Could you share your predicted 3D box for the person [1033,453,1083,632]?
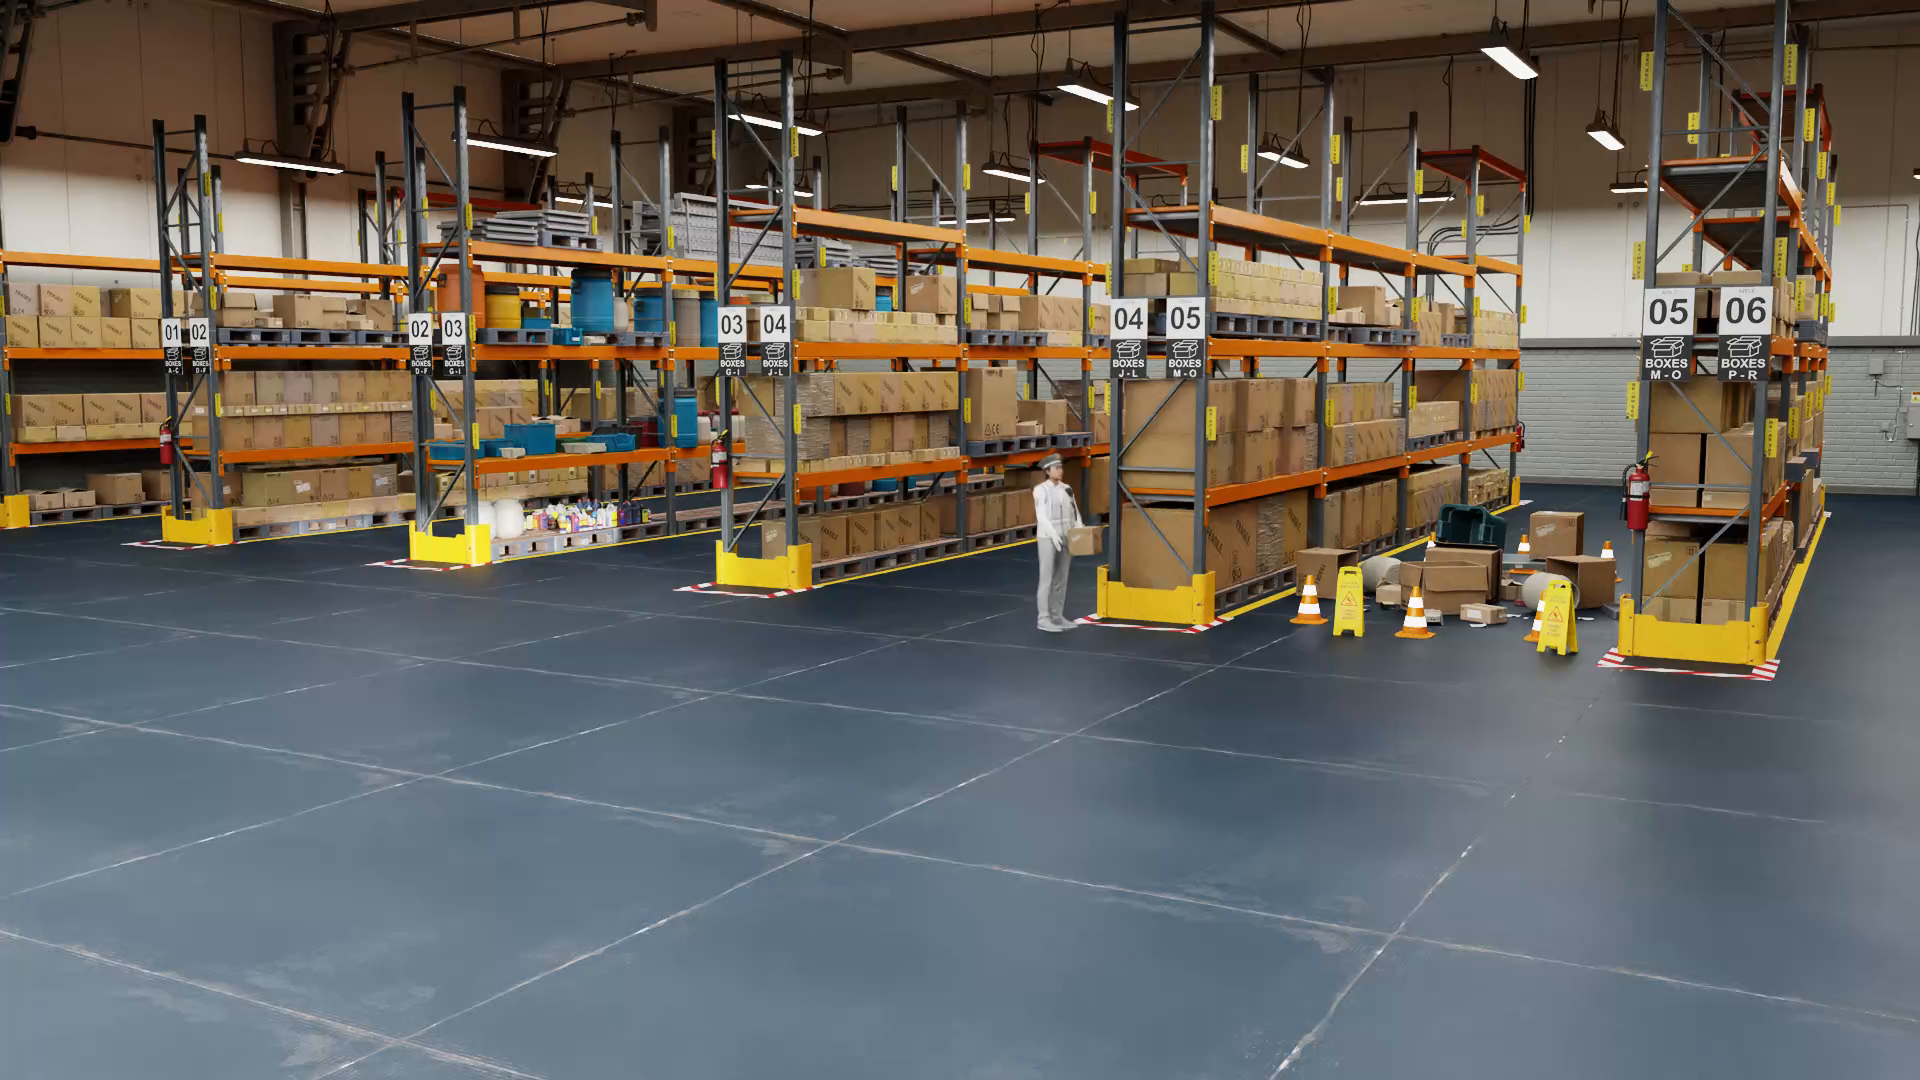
[{"bbox_3d":[0.954,0.011,16.044,0.496,1.699,0.512,-4,7,-32],"label":"person"}]
